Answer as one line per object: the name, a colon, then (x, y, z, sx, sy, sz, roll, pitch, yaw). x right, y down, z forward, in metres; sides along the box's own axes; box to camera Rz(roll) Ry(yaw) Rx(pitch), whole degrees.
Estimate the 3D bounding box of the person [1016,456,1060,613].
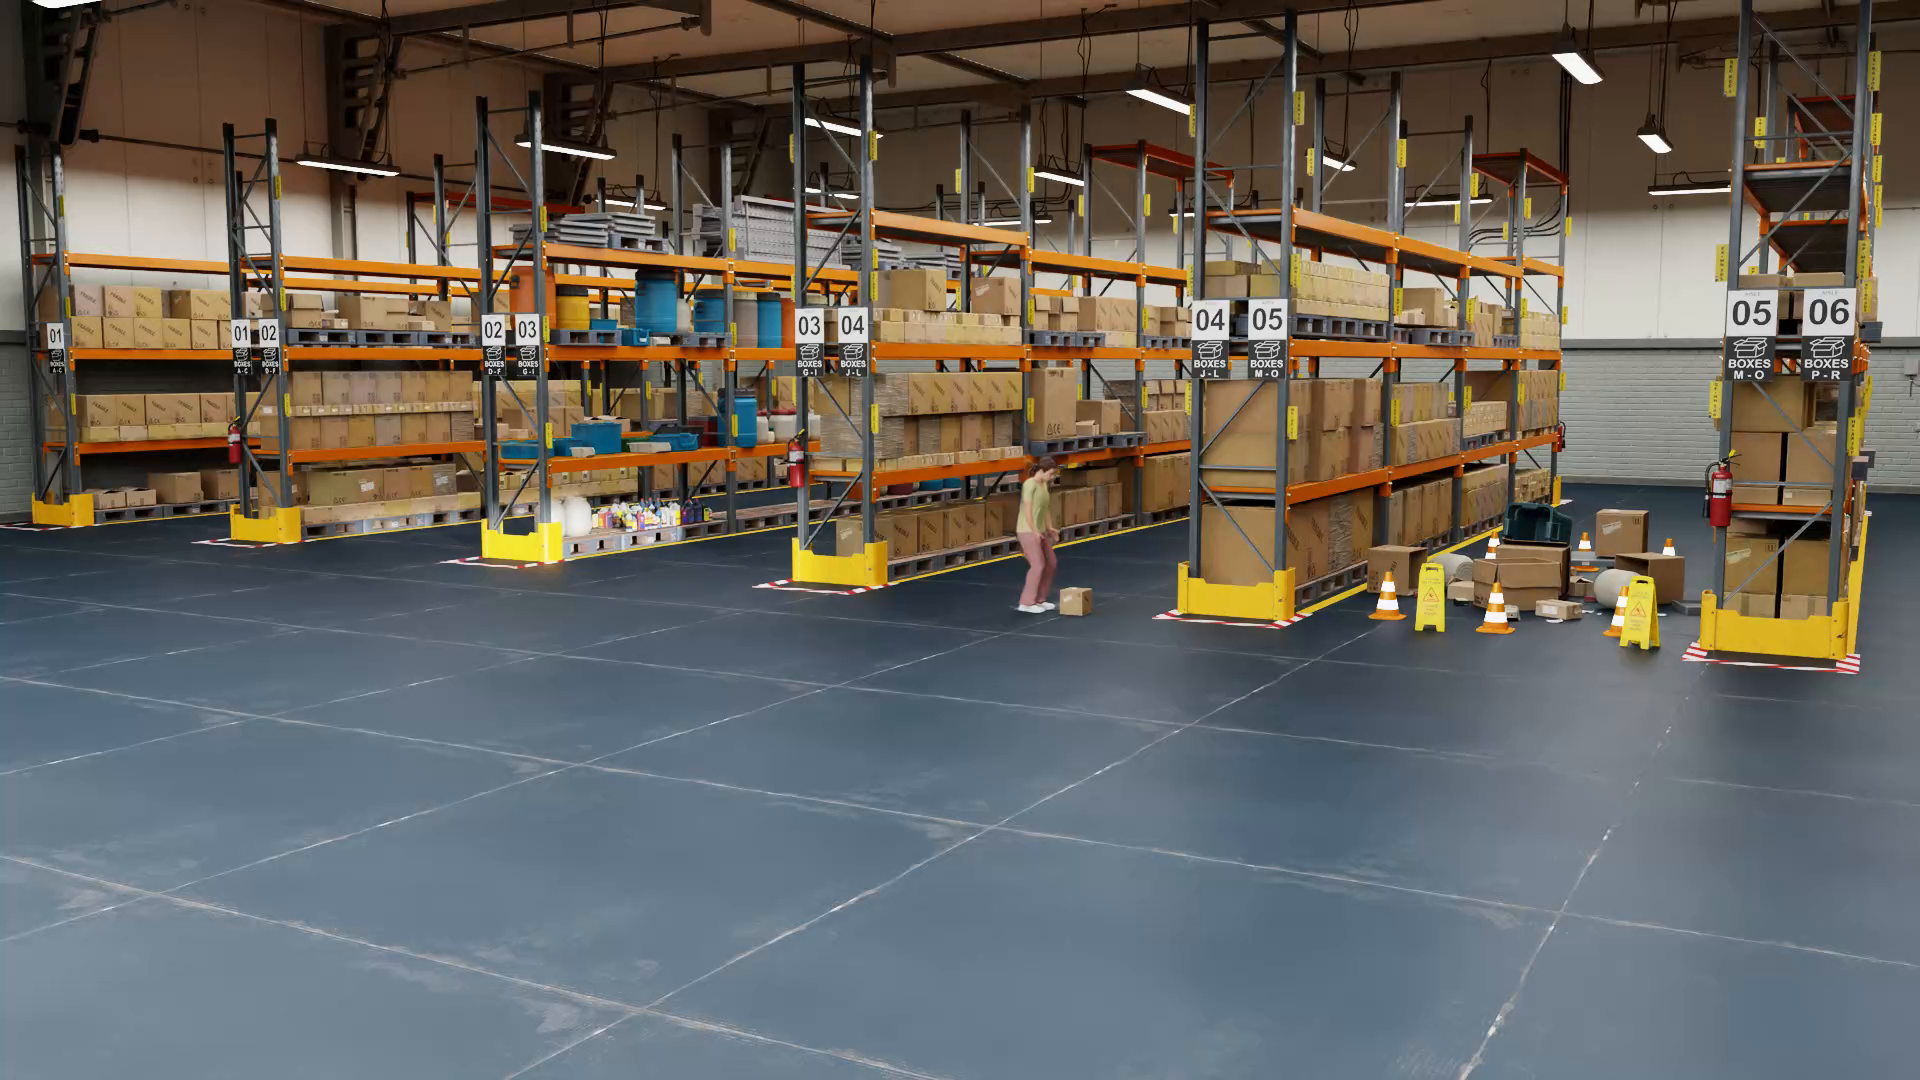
person: (0.815, -0.067, 17.300, 0.406, 1.617, 0.474, 3, 7, 30)
